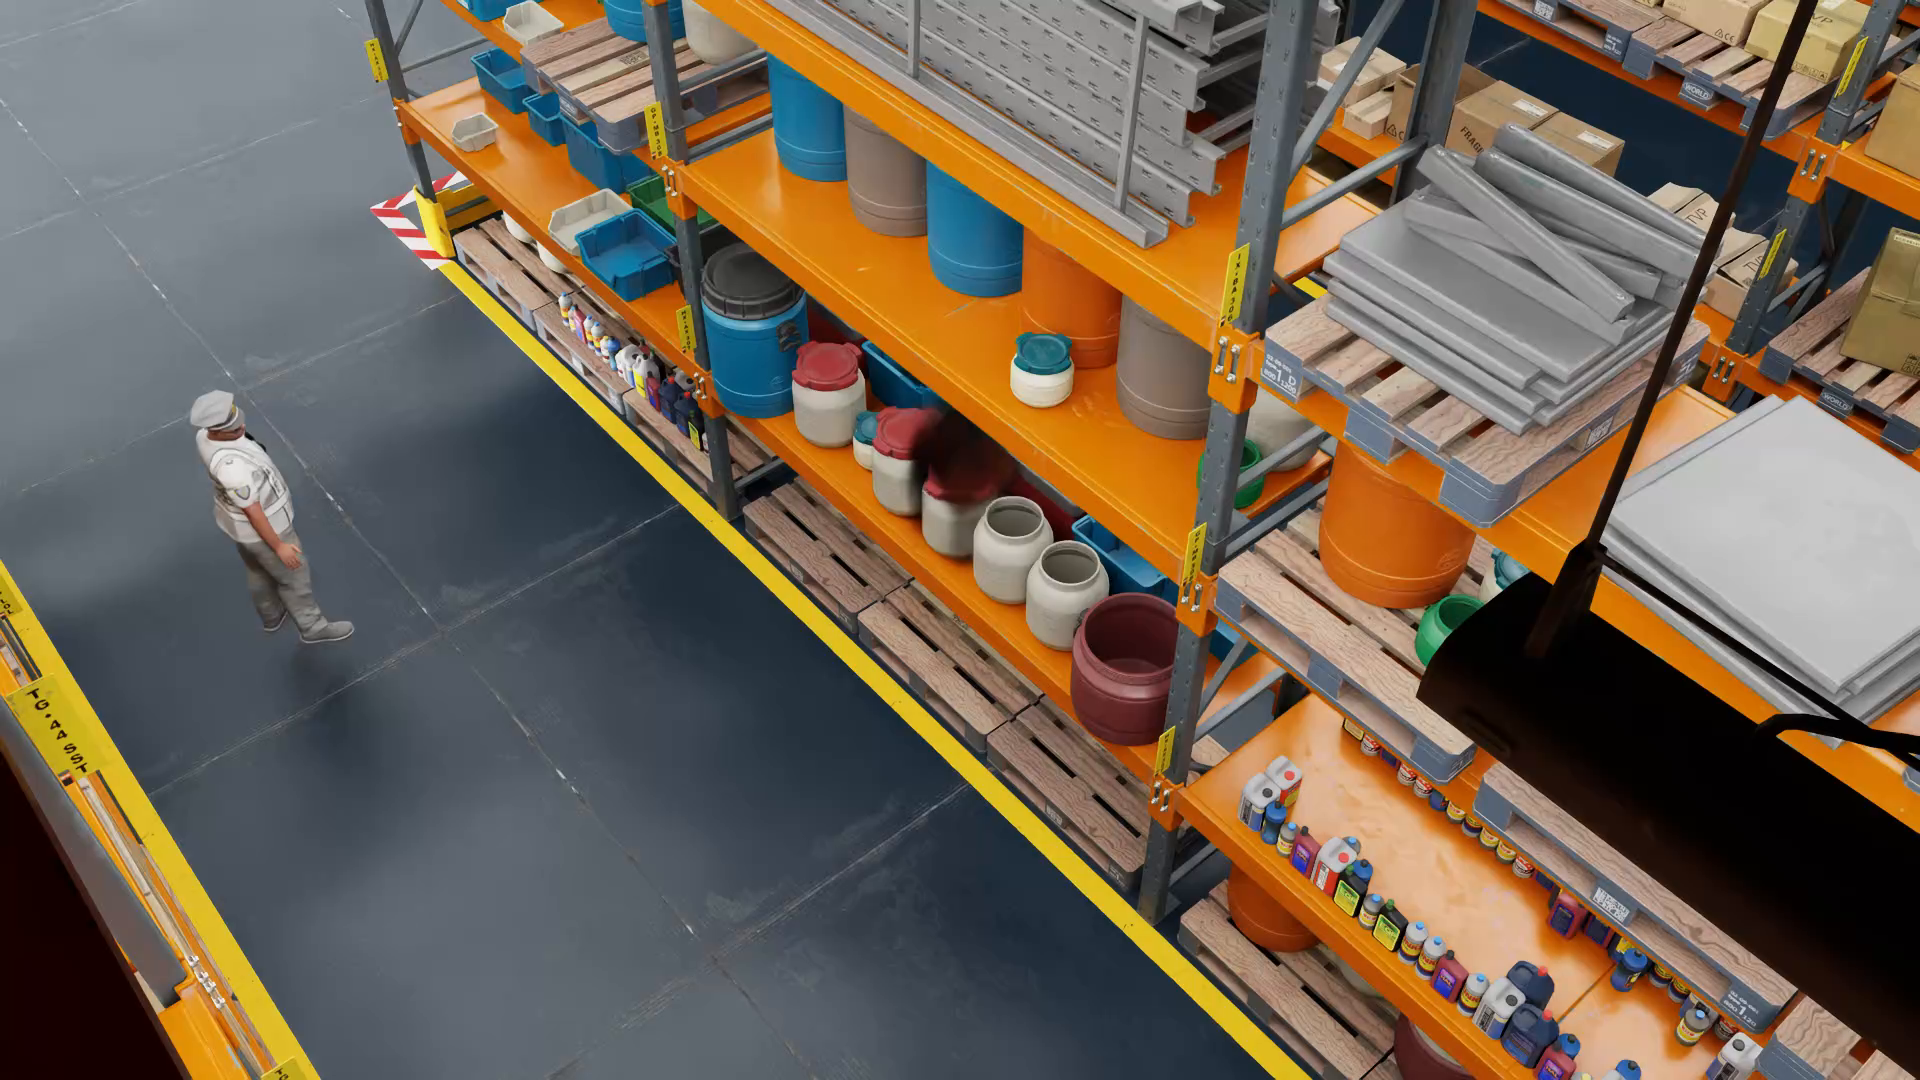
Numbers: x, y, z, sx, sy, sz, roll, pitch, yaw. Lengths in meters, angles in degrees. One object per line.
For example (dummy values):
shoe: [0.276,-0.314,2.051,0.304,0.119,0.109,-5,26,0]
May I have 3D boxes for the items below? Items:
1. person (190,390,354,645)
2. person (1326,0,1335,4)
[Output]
person: [-3.942,-0.076,9.463,0.673,1.808,0.437,33,55,28]
person: [2.932,-4.609,14.152,0.582,1.759,0.608,-12,48,-11]
